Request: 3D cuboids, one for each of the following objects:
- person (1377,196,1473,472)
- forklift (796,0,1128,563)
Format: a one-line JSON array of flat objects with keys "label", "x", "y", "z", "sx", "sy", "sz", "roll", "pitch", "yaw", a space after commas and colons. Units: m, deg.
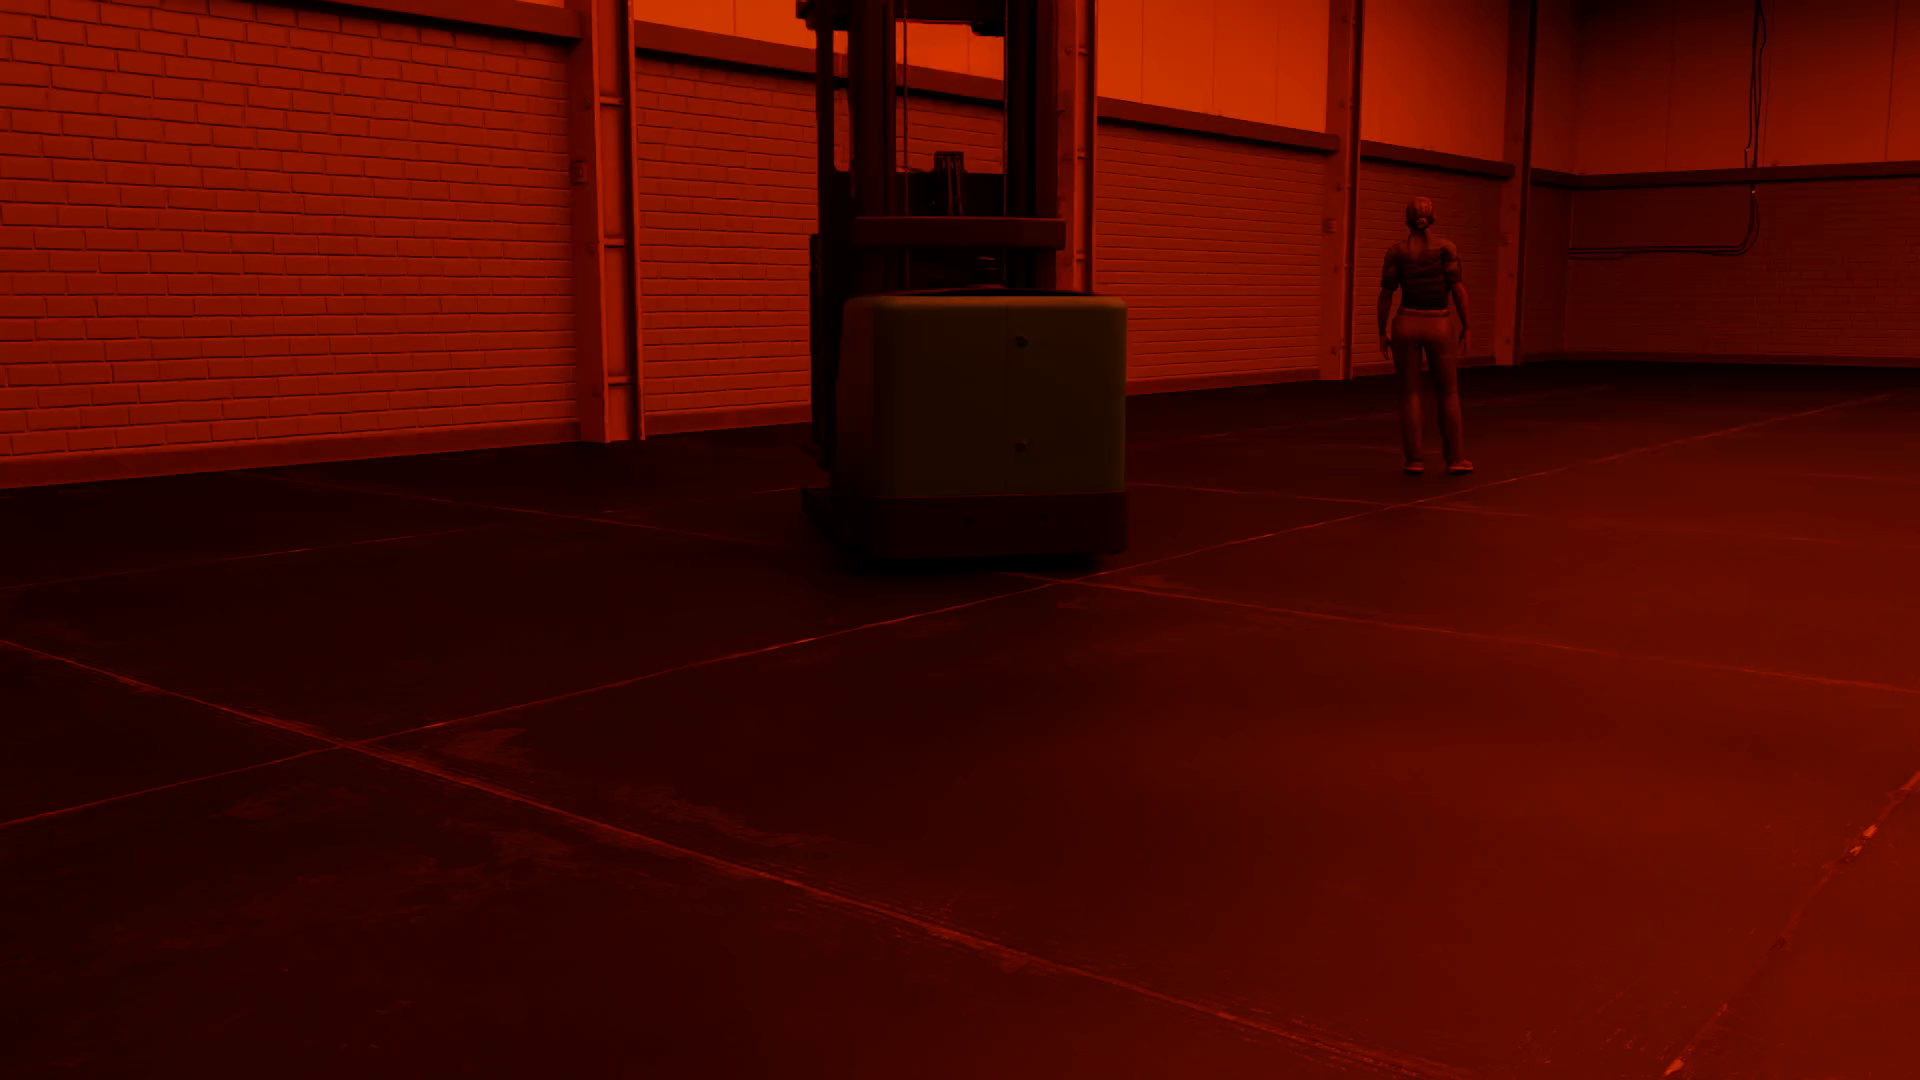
[{"label": "person", "x": 2.836, "y": -1.237, "z": 10.097, "sx": 0.570, "sy": 1.654, "sz": 0.504, "roll": 4, "pitch": 9, "yaw": 23}, {"label": "forklift", "x": -0.156, "y": -1.532, "z": 7.751, "sx": 1.130, "sy": 2.935, "sz": 3.031, "roll": -2, "pitch": 9, "yaw": -13}]
